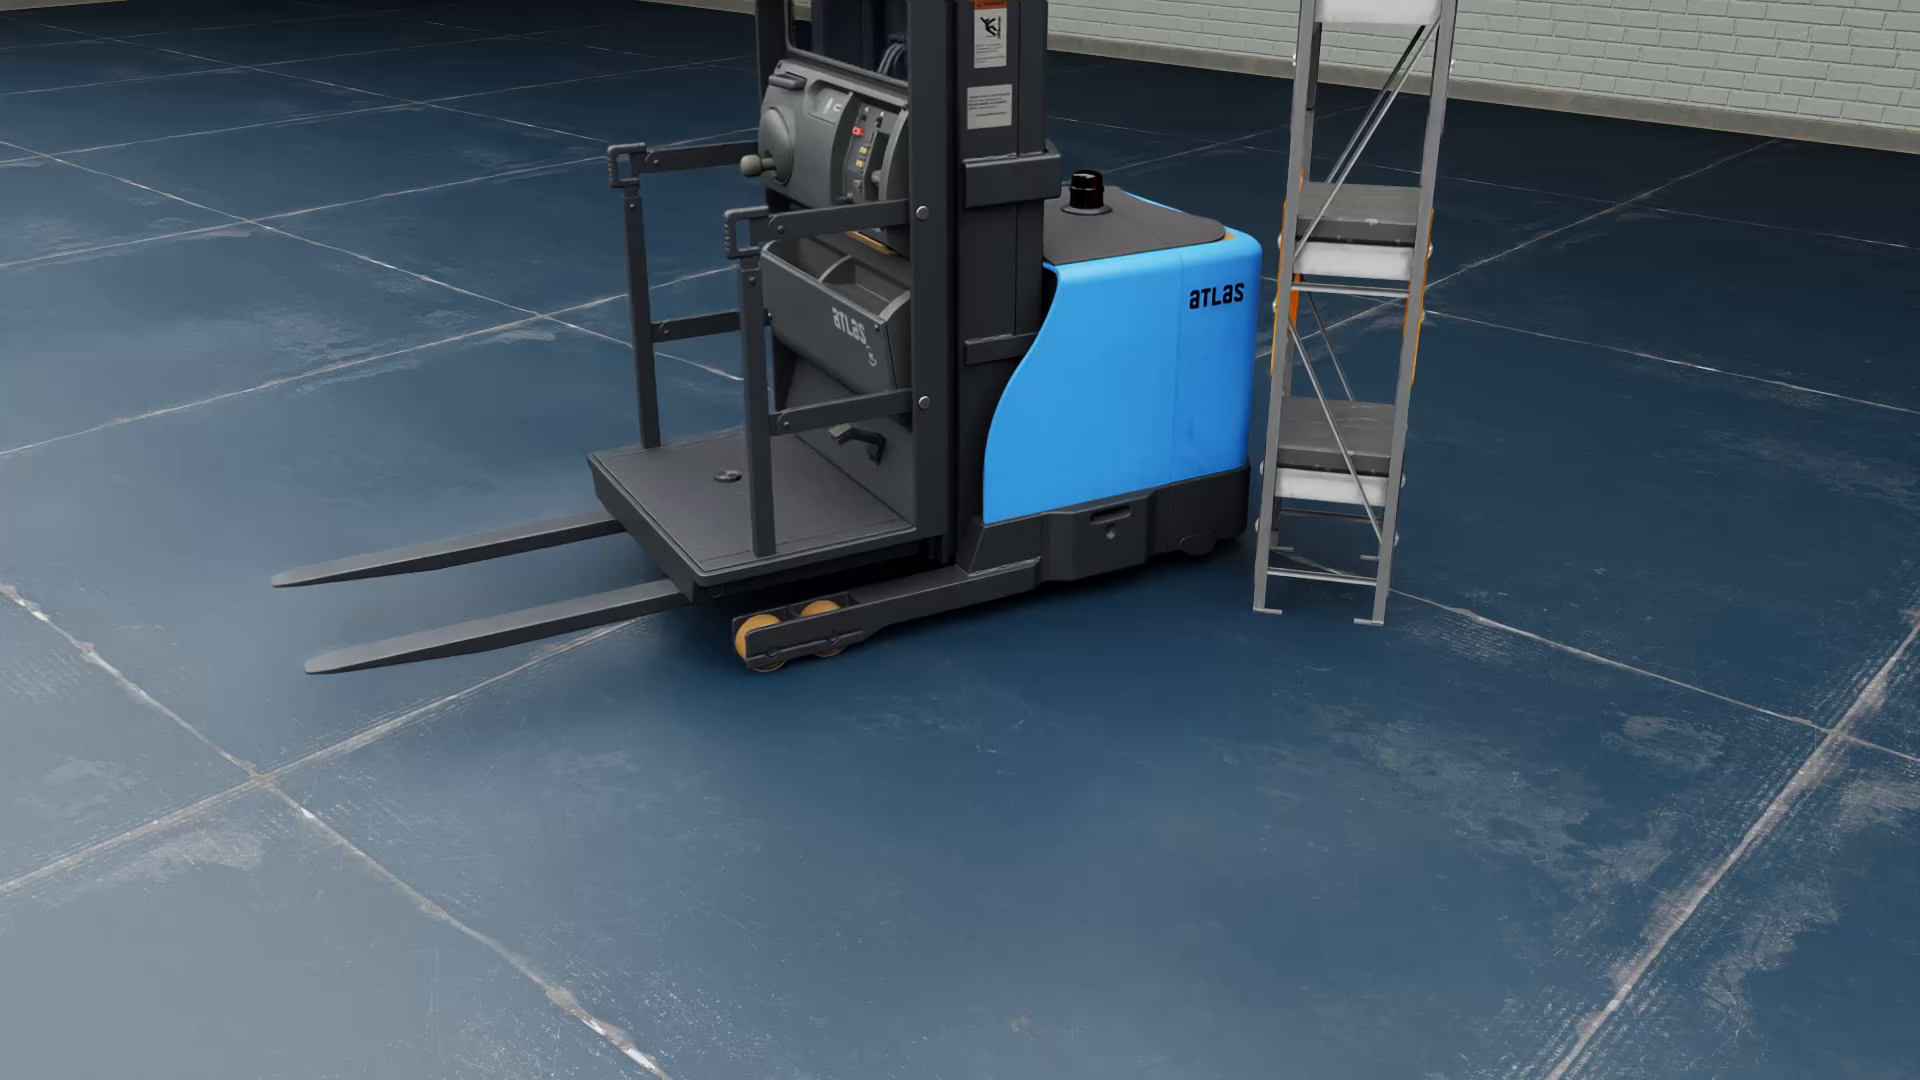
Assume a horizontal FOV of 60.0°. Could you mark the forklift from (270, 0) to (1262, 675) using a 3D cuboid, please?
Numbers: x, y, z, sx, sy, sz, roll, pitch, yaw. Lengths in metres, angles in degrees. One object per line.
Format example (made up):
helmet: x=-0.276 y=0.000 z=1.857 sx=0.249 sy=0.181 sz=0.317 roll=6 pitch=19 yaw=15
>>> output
forklift: x=-0.566 y=-1.196 z=4.836 sx=3.031 sy=2.935 sz=1.130 roll=-13 pitch=27 yaw=-26

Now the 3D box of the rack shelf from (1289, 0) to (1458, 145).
rack shelf: x=1.180 y=-1.436 z=4.708 sx=0.431 sy=0.518 sz=0.480 roll=6 pitch=25 yaw=13

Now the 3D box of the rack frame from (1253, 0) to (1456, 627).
rack frame: x=1.119 y=-0.713 z=4.773 sx=0.400 sy=2.100 sz=0.015 roll=6 pitch=25 yaw=13

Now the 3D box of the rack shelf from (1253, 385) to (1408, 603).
rack shelf: x=1.180 y=-0.158 z=5.281 sx=0.431 sy=0.518 sz=0.480 roll=6 pitch=25 yaw=13

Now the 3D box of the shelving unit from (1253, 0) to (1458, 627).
shelving unit: x=1.180 y=-0.809 z=4.989 sx=0.431 sy=2.100 sz=0.503 roll=6 pitch=25 yaw=13

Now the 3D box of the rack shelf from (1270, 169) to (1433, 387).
rack shelf: x=1.180 y=-0.797 z=4.994 sx=0.431 sy=0.518 sz=0.480 roll=6 pitch=25 yaw=13

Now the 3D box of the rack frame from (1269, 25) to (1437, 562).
rack frame: x=1.242 y=-0.906 z=5.204 sx=0.400 sy=2.100 sz=0.015 roll=6 pitch=25 yaw=13
